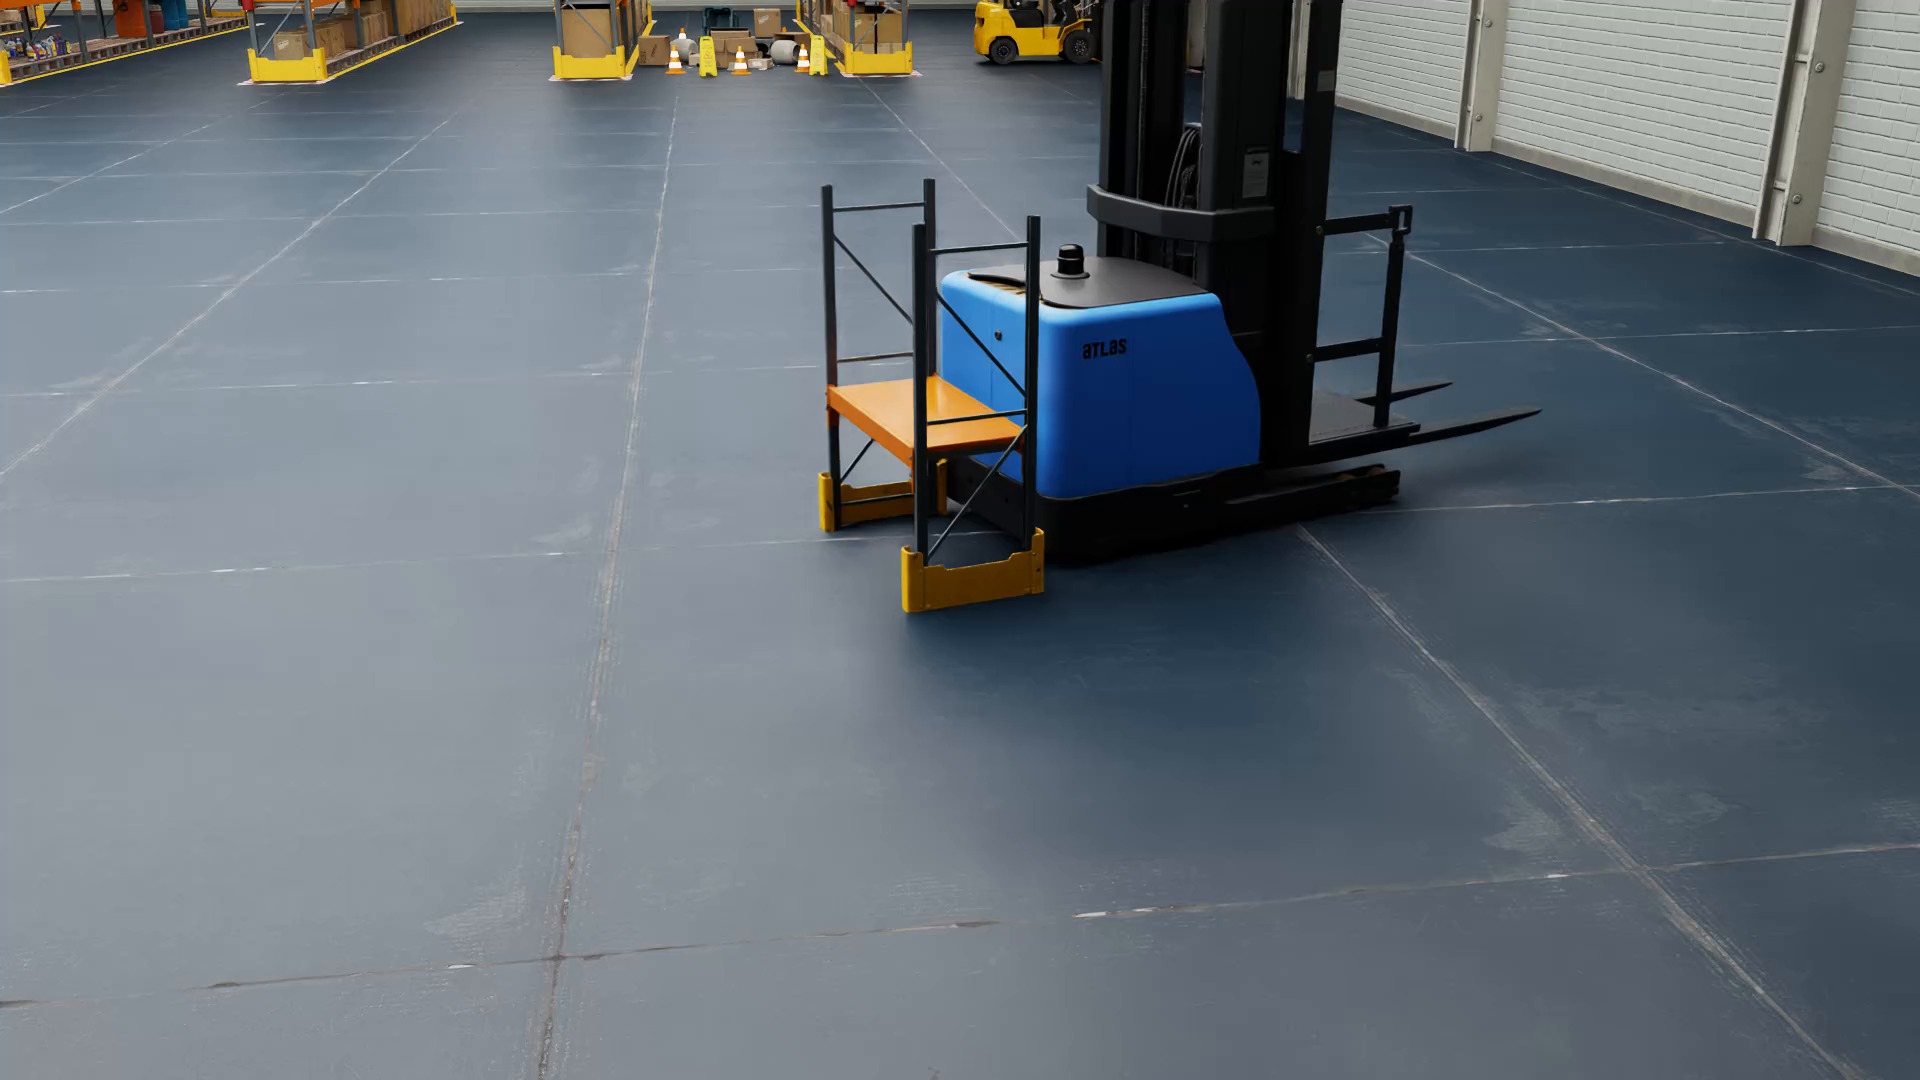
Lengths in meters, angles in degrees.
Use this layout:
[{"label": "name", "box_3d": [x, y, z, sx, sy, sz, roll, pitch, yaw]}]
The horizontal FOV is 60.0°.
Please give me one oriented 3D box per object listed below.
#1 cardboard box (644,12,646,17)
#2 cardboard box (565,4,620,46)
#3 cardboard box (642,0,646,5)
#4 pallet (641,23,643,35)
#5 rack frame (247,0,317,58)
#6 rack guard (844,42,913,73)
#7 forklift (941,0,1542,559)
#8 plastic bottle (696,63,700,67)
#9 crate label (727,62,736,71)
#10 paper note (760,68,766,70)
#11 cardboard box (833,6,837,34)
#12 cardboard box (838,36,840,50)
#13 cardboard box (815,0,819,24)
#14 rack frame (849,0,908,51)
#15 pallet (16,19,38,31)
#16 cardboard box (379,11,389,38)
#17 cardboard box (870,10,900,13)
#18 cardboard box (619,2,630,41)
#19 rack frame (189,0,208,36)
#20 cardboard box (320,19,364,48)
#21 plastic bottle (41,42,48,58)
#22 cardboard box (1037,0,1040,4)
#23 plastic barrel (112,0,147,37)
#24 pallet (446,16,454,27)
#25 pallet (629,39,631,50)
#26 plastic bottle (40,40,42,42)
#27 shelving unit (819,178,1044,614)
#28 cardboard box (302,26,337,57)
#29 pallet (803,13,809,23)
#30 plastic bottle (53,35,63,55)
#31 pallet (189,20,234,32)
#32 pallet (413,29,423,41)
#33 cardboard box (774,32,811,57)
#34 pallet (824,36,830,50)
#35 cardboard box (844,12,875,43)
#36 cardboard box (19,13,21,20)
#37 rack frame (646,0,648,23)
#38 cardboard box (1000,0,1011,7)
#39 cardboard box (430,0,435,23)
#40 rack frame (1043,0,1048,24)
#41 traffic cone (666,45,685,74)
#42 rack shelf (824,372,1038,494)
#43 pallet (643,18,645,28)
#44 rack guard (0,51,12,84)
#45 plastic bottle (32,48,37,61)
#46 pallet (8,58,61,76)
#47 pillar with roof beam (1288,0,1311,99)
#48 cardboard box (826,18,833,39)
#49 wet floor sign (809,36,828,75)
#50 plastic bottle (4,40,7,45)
[{"label": "cardboard box", "box_3d": [-8.088, -13.196, 41.733, 0.380, 0.149, 0.250, -4, 21, -10]}, {"label": "cardboard box", "box_3d": [-6.723, -9.369, 30.451, 0.875, 0.875, 0.875, -3, 21, -7]}, {"label": "cardboard box", "box_3d": [-8.070, -13.469, 41.615, 0.380, 0.149, 0.250, -2, 21, -6]}, {"label": "pallet", "box_3d": [-7.917, -11.895, 38.763, 1.003, 0.211, 1.213, -3, 21, -8]}, {"label": "rack frame", "box_3d": [-11.224, -9.101, 27.296, 1.000, 3.000, 0.127, -3, 21, -8]}, {"label": "rack guard", "box_3d": [-1.428, -8.456, 29.142, 1.175, 0.500, 0.348, -3, 21, -8]}, {"label": "forklift", "box_3d": [1.438, -1.654, 7.456, 3.031, 2.935, 1.130, -11, 23, -28]}, {"label": "plastic bottle", "box_3d": [-4.723, -8.668, 30.338, 0.133, 0.061, 0.283, -11, 23, -26]}, {"label": "crate label", "box_3d": [-3.980, -8.439, 29.615, 0.250, 0.136, 0.298, -15, 25, -35]}, {"label": "paper note", "box_3d": [-3.523, -8.437, 29.761, 0.148, 0.019, 0.142, -11, 23, -26]}, {"label": "cardboard box", "box_3d": [-2.176, -10.028, 32.035, 0.500, 0.500, 0.500, -2, 21, -5]}, {"label": "cardboard box", "box_3d": [-2.009, -9.309, 31.182, 0.500, 0.250, 0.500, -3, 21, -8]}, {"label": "cardboard box", "box_3d": [-2.979, -12.746, 39.493, 0.875, 0.875, 0.875, -2, 21, -6]}, {"label": "rack frame", "box_3d": [-1.417, -9.601, 28.634, 1.000, 3.000, 0.127, -3, 21, -8]}, {"label": "pallet", "box_3d": [-23.207, -12.534, 40.472, 1.003, 0.211, 1.213, -3, 21, -8]}, {"label": "cardboard box", "box_3d": [-12.261, -10.675, 34.454, 0.700, 0.500, 0.500, -4, 21, -11]}, {"label": "cardboard box", "box_3d": [-1.344, -9.343, 30.202, 0.500, 0.500, 0.500, -4, 21, -10]}, {"label": "cardboard box", "box_3d": [-7.192, -10.388, 33.358, 1.050, 0.750, 0.750, -3, 21, -8]}, {"label": "rack frame", "box_3d": [-17.855, -13.006, 37.751, 1.000, 3.000, 0.127, -3, 21, -8]}, {"label": "cardboard box", "box_3d": [-11.868, -9.735, 31.937, 0.700, 0.500, 0.500, -5, 21, -12]}, {"label": "plastic bottle", "box_3d": [-16.171, -8.646, 29.349, 0.097, 0.271, 0.097, 0, 20, 0]}, {"label": "cardboard box", "box_3d": [1.949, -12.203, 37.647, 0.380, 0.149, 0.250, -4, 21, -11]}, {"label": "plastic barrel", "box_3d": [-17.366, -10.970, 34.801, 0.600, 0.830, 0.708, -3, 21, -8]}, {"label": "pallet", "box_3d": [-13.338, -13.061, 41.885, 1.003, 0.211, 1.213, -3, 21, -8]}, {"label": "pallet", "box_3d": [-7.243, -10.081, 33.907, 1.003, 0.211, 1.213, -3, 21, -8]}, {"label": "plastic bottle", "box_3d": [-16.347, -8.769, 29.660, 0.061, 0.283, 0.133, -3, 21, -8]}, {"label": "shelving unit", "box_3d": [-0.143, -0.627, 6.752, 0.587, 1.500, 1.083, -9, 22, -22]}, {"label": "cardboard box", "box_3d": [-11.525, -8.962, 29.897, 0.500, 0.500, 0.500, -5, 21, -13]}, {"label": "pallet", "box_3d": [-3.531, -13.561, 43.224, 1.003, 0.211, 1.213, -3, 21, -8]}, {"label": "plastic bottle", "box_3d": [-16.296, -8.926, 29.986, 0.144, 0.351, 0.185, -4, 21, -10]}, {"label": "pallet", "box_3d": [-18.178, -12.376, 40.049, 1.003, 0.211, 1.213, -3, 21, -8]}, {"label": "pallet", "box_3d": [-12.589, -11.263, 37.069, 1.003, 0.211, 1.213, -3, 21, -8]}, {"label": "cardboard box", "box_3d": [-3.186, -9.376, 31.602, 0.500, 0.500, 0.500, 12, 24, 29]}, {"label": "pallet", "box_3d": [-2.287, -10.372, 34.685, 1.003, 0.211, 1.213, -3, 21, -8]}, {"label": "cardboard box", "box_3d": [-1.791, -9.125, 29.618, 0.500, 0.500, 0.500, -3, 21, -7]}, {"label": "cardboard box", "box_3d": [-23.042, -12.701, 40.354, 0.380, 0.166, 0.250, -3, 21, -8]}, {"label": "rack frame", "box_3d": [-8.608, -14.856, 42.704, 1.000, 3.000, 0.127, -3, 21, -8]}, {"label": "cardboard box", "box_3d": [1.416, -13.544, 42.164, 0.700, 0.500, 0.500, -4, 21, -10]}, {"label": "cardboard box", "box_3d": [-12.970, -12.690, 39.341, 0.875, 0.875, 0.875, -3, 21, -8]}, {"label": "rack frame", "box_3d": [2.341, -12.622, 36.724, 1.000, 3.000, 0.127, -3, 21, -8]}, {"label": "traffic cone", "box_3d": [-4.973, -8.383, 29.000, 0.336, 0.463, 0.334, -3, 21, -8]}, {"label": "rack shelf", "box_3d": [-0.139, -0.456, 6.807, 0.538, 0.185, 1.000, -9, 22, -22]}, {"label": "pallet", "box_3d": [-8.342, -12.819, 41.235, 1.003, 0.211, 1.213, -3, 21, -8]}, {"label": "rack guard", "box_3d": [-16.183, -7.704, 27.129, 1.175, 0.500, 0.348, -3, 21, -8]}, {"label": "plastic bottle", "box_3d": [-16.093, -8.426, 28.859, 0.097, 0.201, 0.097, 0, 20, 0]}, {"label": "pallet", "box_3d": [-16.467, -8.272, 29.061, 1.003, 0.211, 1.213, -3, 21, -8]}, {"label": "pillar with roof beam", "box_3d": [0.890, -10.655, 22.882, 9.100, 9.000, 0.400, -3, 21, -8]}, {"label": "cardboard box", "box_3d": [-2.281, -10.622, 34.525, 0.950, 0.372, 0.625, -2, 21, -6]}, {"label": "wet floor sign", "box_3d": [-2.449, -8.378, 28.726, 0.267, 0.644, 0.232, 4, 21, 11]}, {"label": "plastic bottle", "box_3d": [-16.986, -8.745, 29.596, 0.061, 0.283, 0.133, -2, 21, -5]}]
